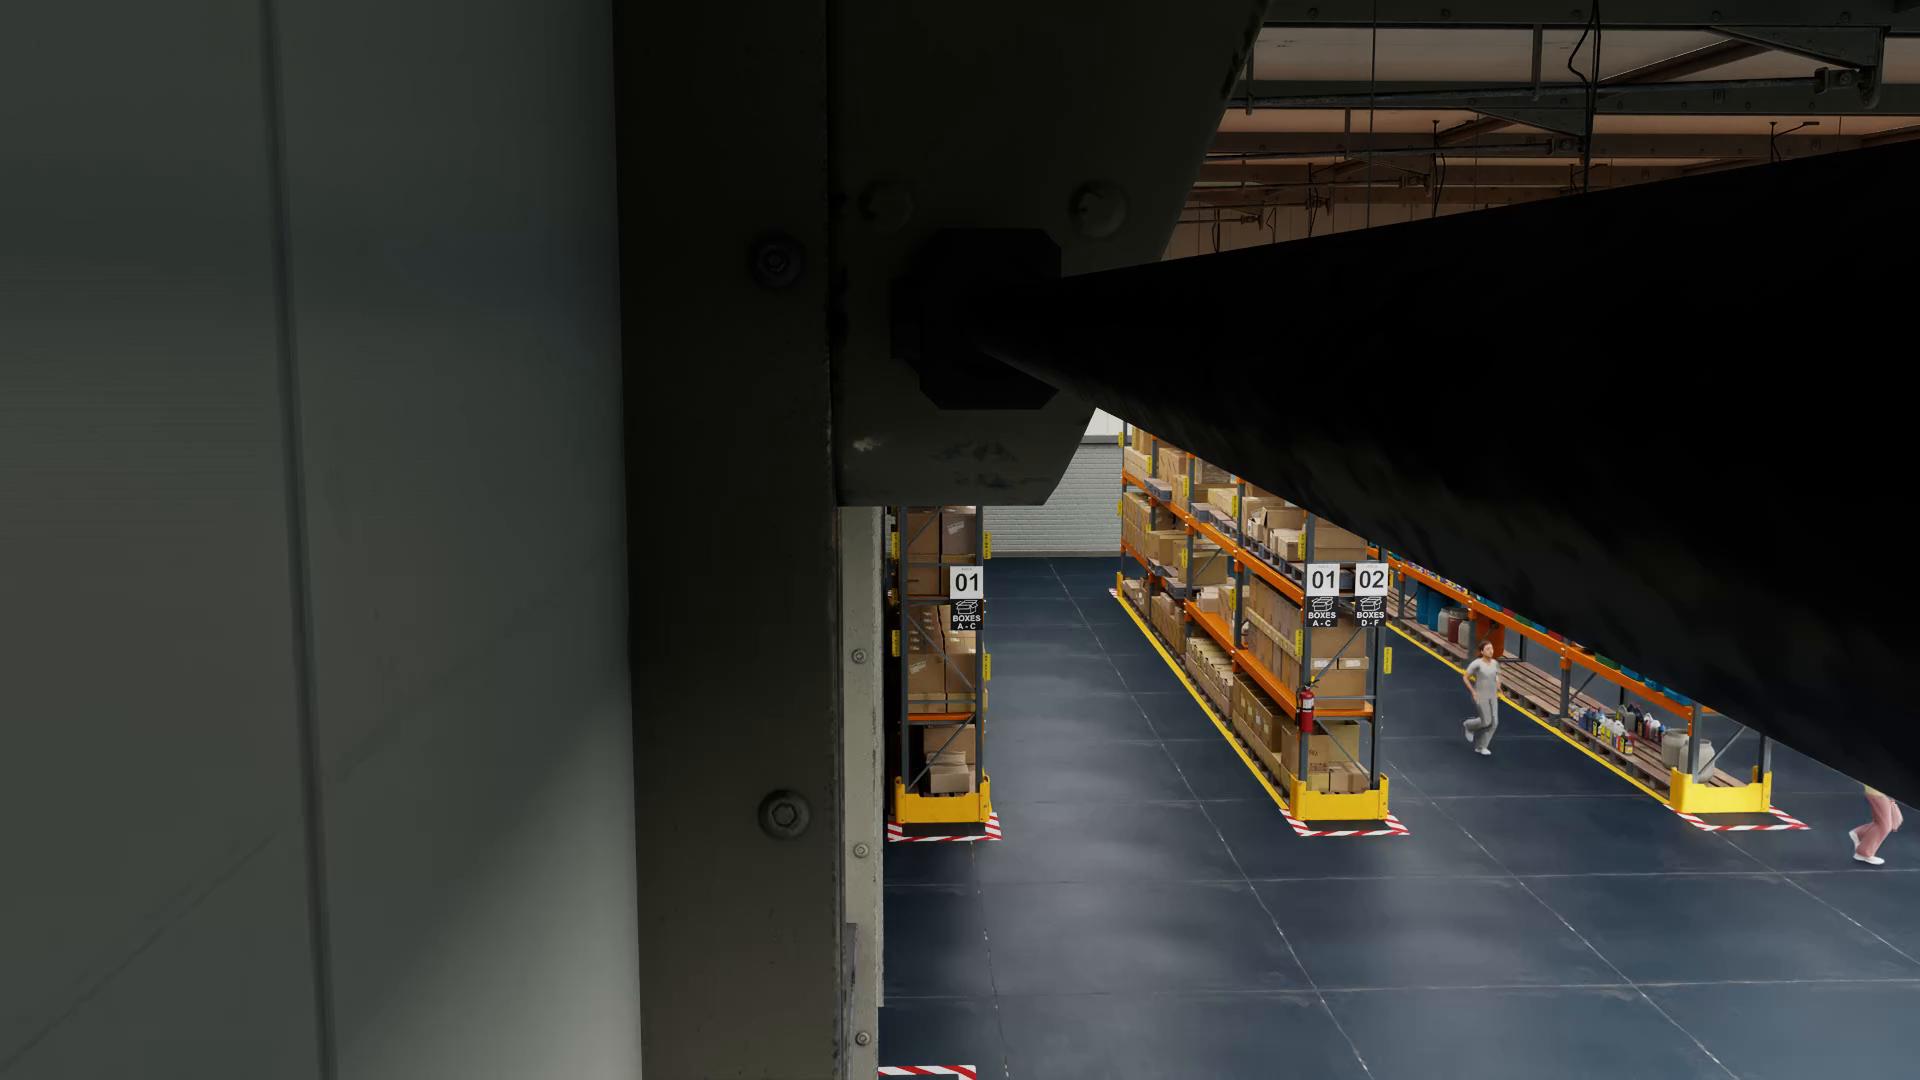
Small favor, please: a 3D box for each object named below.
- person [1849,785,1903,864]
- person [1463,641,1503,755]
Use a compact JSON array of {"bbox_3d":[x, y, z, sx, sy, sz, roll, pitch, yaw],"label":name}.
[{"bbox_3d":[10.461,2.878,18.911,0.559,1.627,0.607,4,9,28],"label":"person"},{"bbox_3d":[7.437,2.229,23.581,0.564,1.621,0.569,-3,8,-17],"label":"person"}]
